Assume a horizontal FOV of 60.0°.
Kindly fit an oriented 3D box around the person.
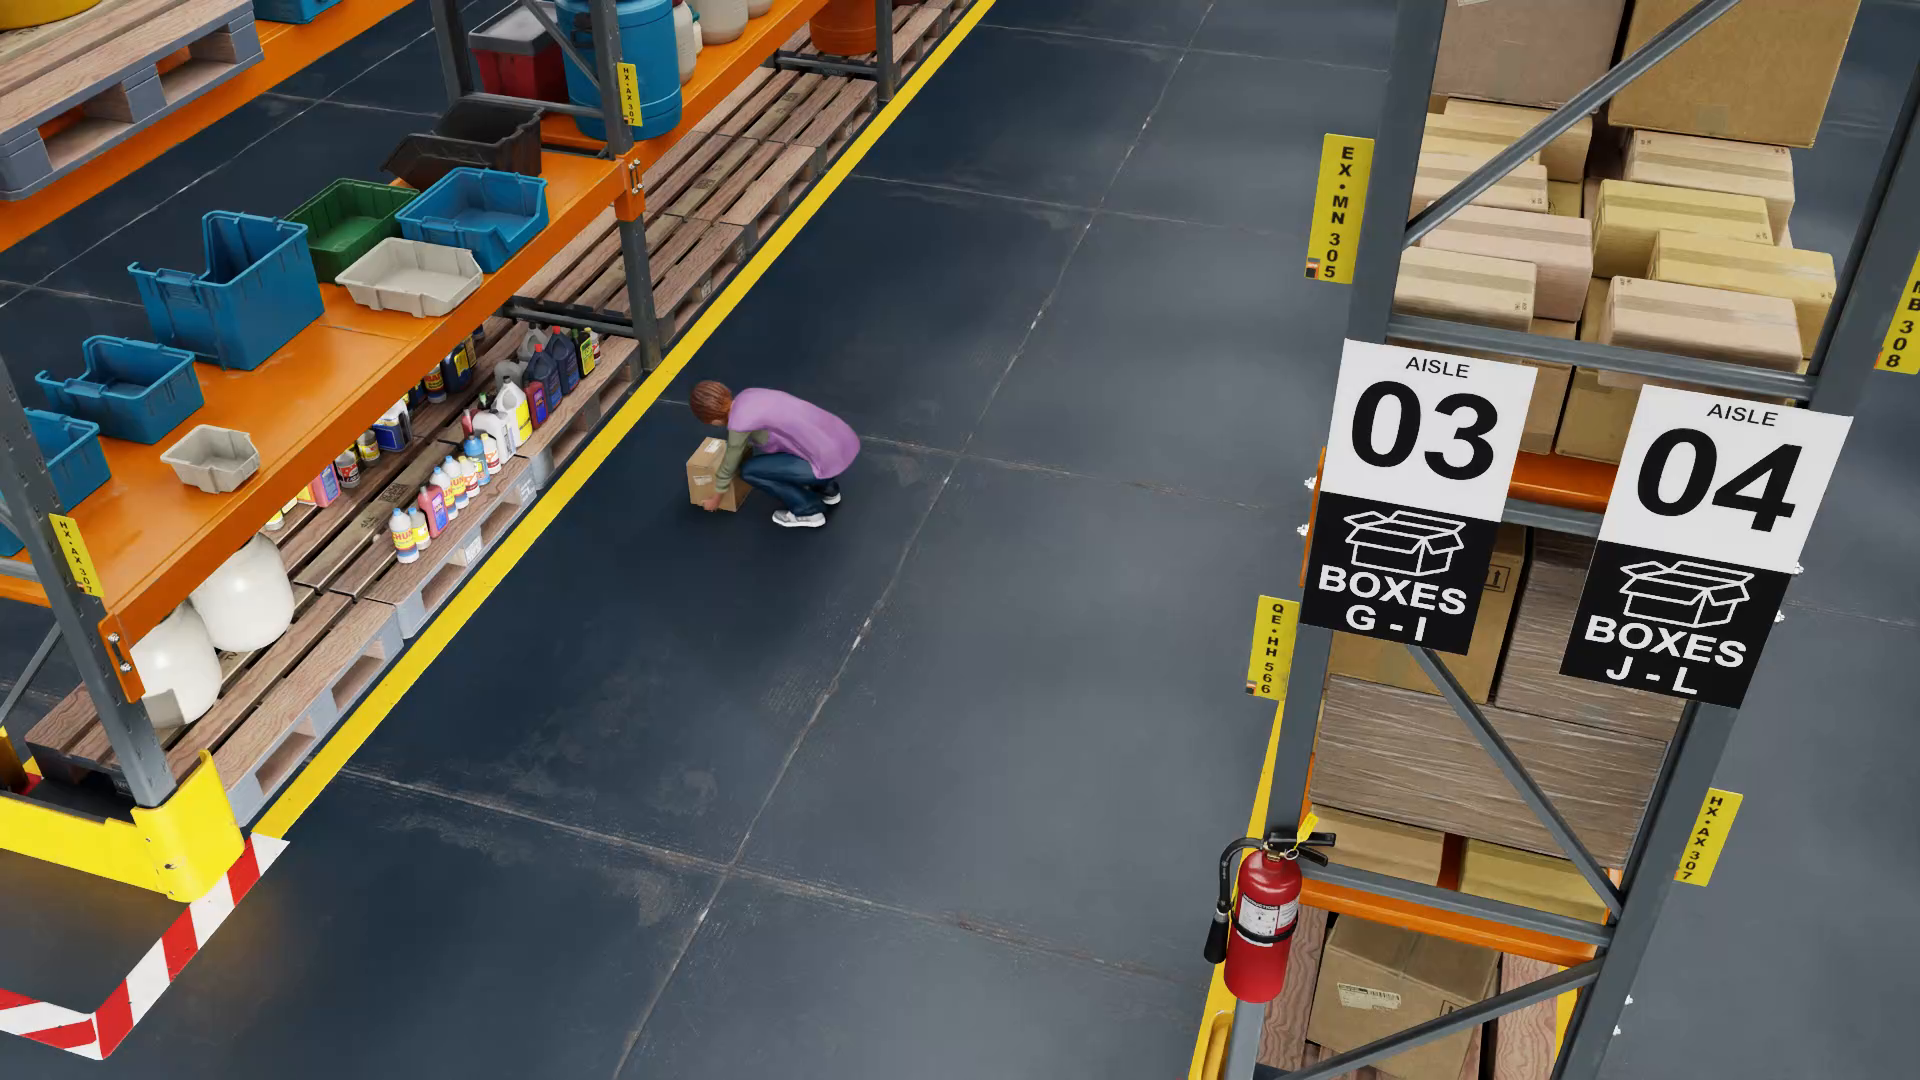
[{"bbox_3d":[-0.918,-0.417,8.231,0.816,0.757,0.382,11,39,13],"label":"person"}]
